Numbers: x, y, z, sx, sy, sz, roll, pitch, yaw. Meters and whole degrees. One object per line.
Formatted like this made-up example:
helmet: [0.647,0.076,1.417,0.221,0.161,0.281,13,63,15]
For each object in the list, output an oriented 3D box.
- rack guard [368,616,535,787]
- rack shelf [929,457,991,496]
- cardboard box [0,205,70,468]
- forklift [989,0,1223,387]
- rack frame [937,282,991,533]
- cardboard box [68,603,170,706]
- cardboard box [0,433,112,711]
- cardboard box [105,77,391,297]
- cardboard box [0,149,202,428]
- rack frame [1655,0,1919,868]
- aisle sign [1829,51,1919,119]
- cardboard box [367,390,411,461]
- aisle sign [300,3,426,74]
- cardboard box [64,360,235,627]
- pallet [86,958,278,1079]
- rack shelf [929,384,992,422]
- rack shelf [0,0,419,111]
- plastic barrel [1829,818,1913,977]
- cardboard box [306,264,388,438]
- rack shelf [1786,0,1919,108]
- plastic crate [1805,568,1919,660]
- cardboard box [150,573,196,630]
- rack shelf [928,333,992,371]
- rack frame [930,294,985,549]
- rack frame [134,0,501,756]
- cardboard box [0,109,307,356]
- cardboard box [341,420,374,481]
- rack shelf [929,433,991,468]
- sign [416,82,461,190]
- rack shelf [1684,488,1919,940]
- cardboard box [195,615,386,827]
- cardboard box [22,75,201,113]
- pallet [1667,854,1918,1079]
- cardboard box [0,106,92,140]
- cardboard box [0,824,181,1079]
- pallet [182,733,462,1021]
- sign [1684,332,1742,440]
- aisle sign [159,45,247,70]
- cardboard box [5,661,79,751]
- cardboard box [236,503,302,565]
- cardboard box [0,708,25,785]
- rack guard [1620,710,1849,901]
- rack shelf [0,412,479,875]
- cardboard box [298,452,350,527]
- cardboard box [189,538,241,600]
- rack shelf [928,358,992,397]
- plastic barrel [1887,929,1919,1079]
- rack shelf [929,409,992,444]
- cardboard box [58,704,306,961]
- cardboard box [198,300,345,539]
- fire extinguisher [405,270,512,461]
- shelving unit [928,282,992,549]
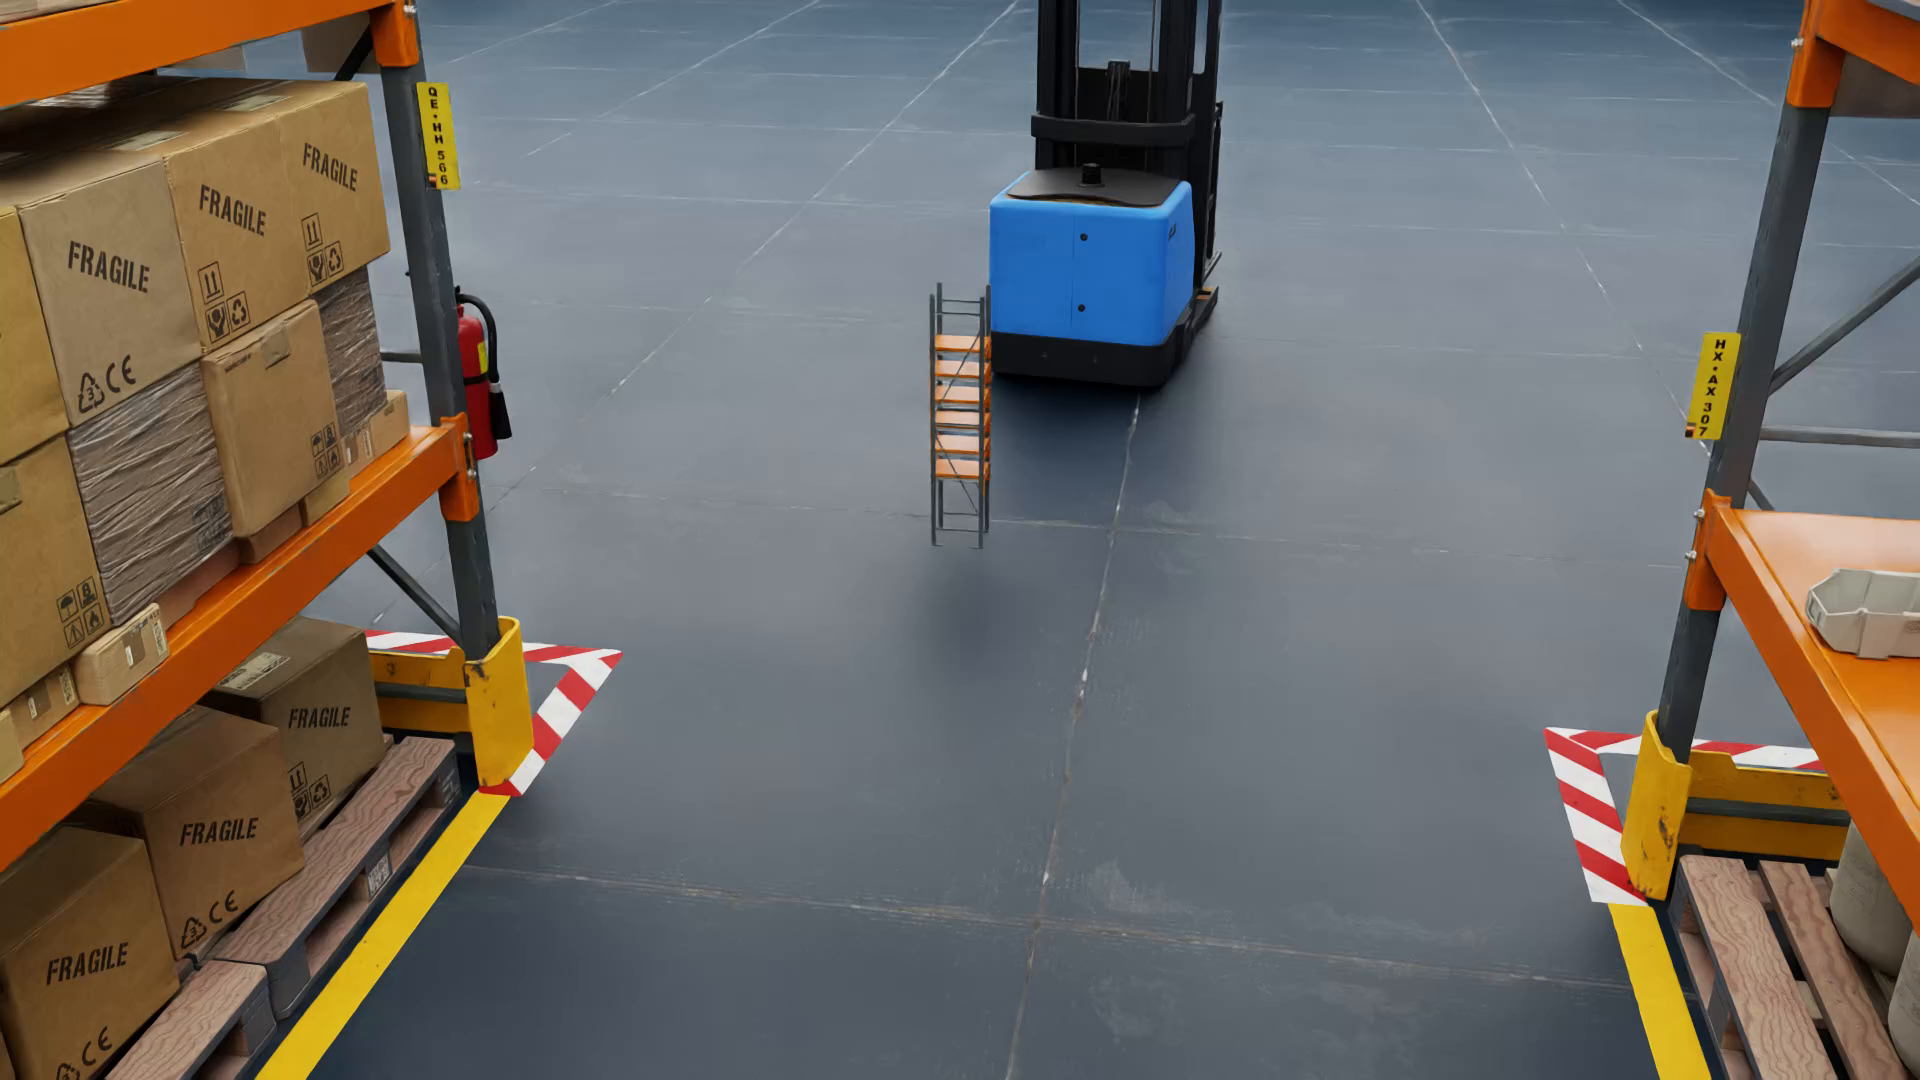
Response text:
rack guard: [-2.166,0.538,6.010,1.175,0.500,0.348,4,25,9]
rack shelf: [0.002,-0.292,7.629,0.258,0.103,0.180,4,25,9]
cardboard box: [-2.250,-0.384,3.384,0.500,0.500,0.500,4,25,9]
forklift: [1.075,-2.798,10.269,1.130,2.935,3.031,7,26,16]
rack frame: [0.017,-0.588,7.590,0.240,1.200,0.006,4,25,9]
cardboard box: [-2.138,0.256,3.960,0.380,0.149,0.250,4,25,9]
cardboard box: [-2.451,0.055,3.626,0.875,0.500,0.500,4,25,9]
cardboard box: [-1.999,-1.011,4.724,0.500,0.500,0.500,4,25,9]
cardboard box: [-2.160,-0.593,3.830,0.500,0.500,0.500,4,25,9]
rack frame: [2.733,-0.282,4.815,1.000,3.000,0.127,4,25,9]
aisle sign: [2.456,-1.510,4.371,0.394,0.787,0.004,4,25,9]
cardboard box: [-1.996,-0.378,5.316,0.380,0.149,0.250,4,25,9]
aisle sign: [-1.847,-1.808,5.008,0.394,0.787,0.004,4,25,9]
cardboard box: [-2.358,-0.154,4.071,0.875,0.500,0.500,4,25,9]
pallet: [-2.535,1.515,4.264,1.003,0.211,1.213,4,25,9]
rack shelf: [0.002,-0.618,7.477,0.258,0.103,0.180,4,25,9]
rack shelf: [-2.480,-0.822,3.277,1.077,0.370,4.000,4,25,9]
plastic barrel: [2.701,0.935,4.654,0.421,0.512,0.421,0,25,0]
cardboard box: [-2.270,-0.577,4.976,0.875,0.500,0.500,4,25,9]
rack shelf: [2.406,-0.479,2.544,1.077,0.370,4.000,4,25,9]
plastic crate: [2.269,0.189,4.119,0.298,0.136,0.250,4,25,9]
cardboard box: [-2.184,0.146,4.197,0.380,0.149,0.250,4,25,9]
rack shelf: [0.002,-0.835,7.375,0.258,0.103,0.180,4,25,9]
rack frame: [-0.013,-0.511,7.427,0.240,1.200,0.006,4,25,9]
rack frame: [-2.153,-0.625,5.548,1.000,3.000,0.127,4,25,9]
cardboard box: [-2.075,-0.802,4.276,0.500,0.500,0.500,4,25,9]
cardboard box: [-2.038,-0.274,5.093,0.380,0.149,0.250,4,25,9]
rack shelf: [0.002,-0.401,7.578,0.258,0.103,0.180,4,25,9]
sign: [-1.609,-1.246,5.135,0.100,0.325,0.005,4,25,9]
rack shelf: [2.406,0.880,3.180,1.077,0.370,4.000,4,25,9]
cardboard box: [-2.272,0.577,5.433,0.500,0.500,0.500,9,27,18]
cardboard box: [-2.512,-1.047,4.801,0.500,0.500,0.500,4,25,9]
pallet: [2.629,1.355,4.606,1.003,0.211,1.213,4,25,9]
cardboard box: [-2.601,-0.838,4.355,0.500,0.500,0.500,4,25,9]
cardboard box: [-2.457,1.089,4.338,0.500,0.500,0.500,6,26,13]
pallet: [-2.333,1.007,5.350,1.003,0.211,1.213,4,25,9]
sign: [2.191,-0.448,4.841,0.100,0.325,0.005,4,25,9]
aisle sign: [-2.439,-1.850,5.097,0.394,0.787,0.004,4,25,9]
cardboard box: [-2.247,0.356,3.747,0.380,0.149,0.250,4,25,9]
cardboard box: [-2.084,-0.062,4.641,0.380,0.149,0.250,4,25,9]
cardboard box: [-2.243,0.464,3.517,0.380,0.149,0.250,4,25,9]
rack guard: [2.767,0.885,5.270,1.175,0.500,0.348,4,25,9]
rack shelf: [-2.480,0.537,3.913,1.077,0.370,4.000,4,25,9]
cardboard box: [-2.028,-0.165,4.862,0.380,0.149,0.250,4,25,9]
cardboard box: [-2.166,0.040,4.423,0.380,0.149,0.250,4,25,9]
rack shelf: [0.002,-0.727,7.426,0.258,0.103,0.180,4,25,9]
plastic barrel: [2.619,1.144,4.206,0.421,0.512,0.421,0,25,0]
rack shelf: [0.002,-0.509,7.527,0.258,0.103,0.180,4,25,9]
cardboard box: [-2.336,0.829,4.894,0.500,0.500,0.500,11,27,22]
cardboard box: [-2.234,-0.360,4.512,0.875,0.500,0.500,4,25,9]
fire extinguisher: [-1.680,-0.606,5.598,0.296,0.674,0.183,4,25,9]
shelving unit: [0.002,-0.549,7.509,0.258,1.200,0.189,4,25,9]
